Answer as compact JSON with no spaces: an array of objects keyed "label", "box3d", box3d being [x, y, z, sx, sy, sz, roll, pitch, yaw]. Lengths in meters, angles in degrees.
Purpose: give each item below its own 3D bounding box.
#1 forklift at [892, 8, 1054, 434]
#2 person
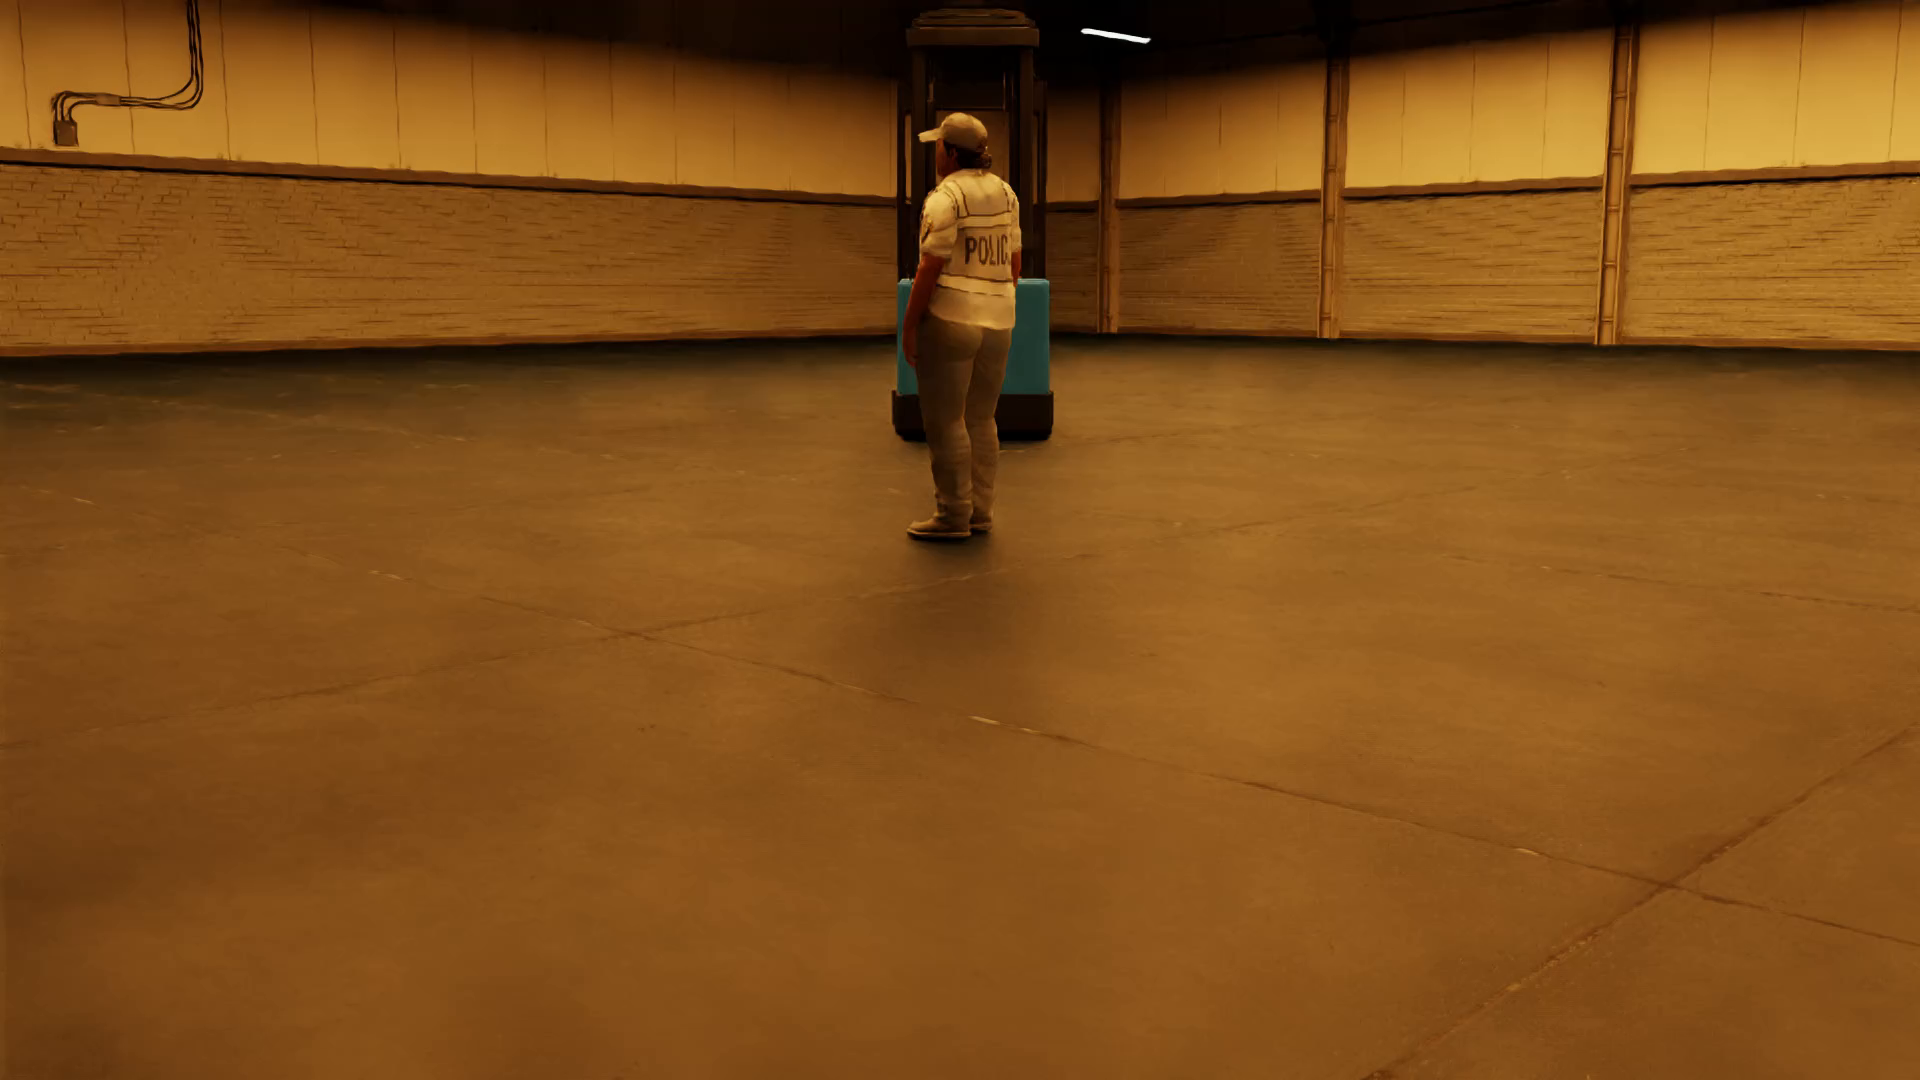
[{"label":"forklift","box3d":[0.085,-2.339,12.411,1.130,2.935,3.031,0,9,0]},{"label":"person","box3d":[-0.039,-0.842,6.661,0.529,1.669,0.598,8,12,43]}]
